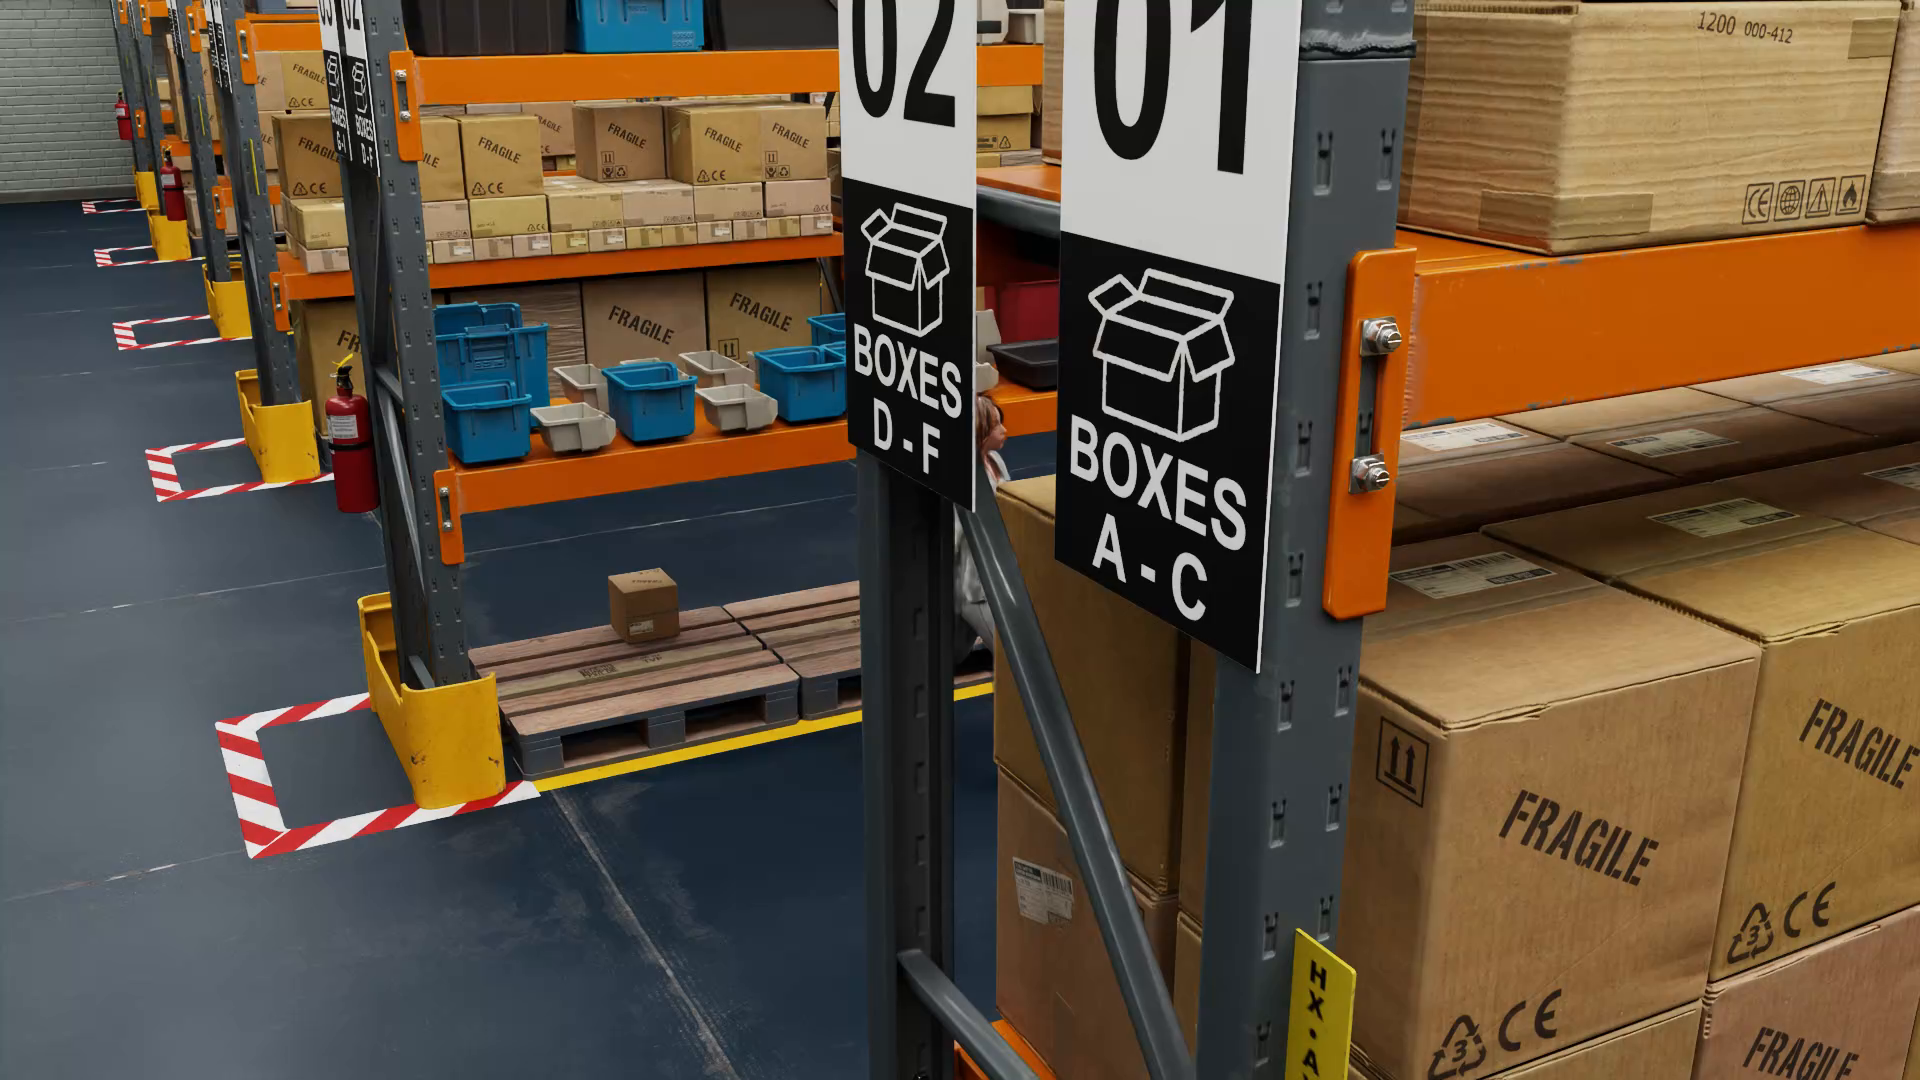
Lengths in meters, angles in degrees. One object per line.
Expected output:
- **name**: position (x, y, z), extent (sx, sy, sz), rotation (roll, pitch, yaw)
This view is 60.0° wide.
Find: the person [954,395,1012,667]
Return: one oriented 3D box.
- **person**: position (0.126, 0.173, 6.541), extent (0.988, 1.528, 0.448), rotation (5, 19, 15)
